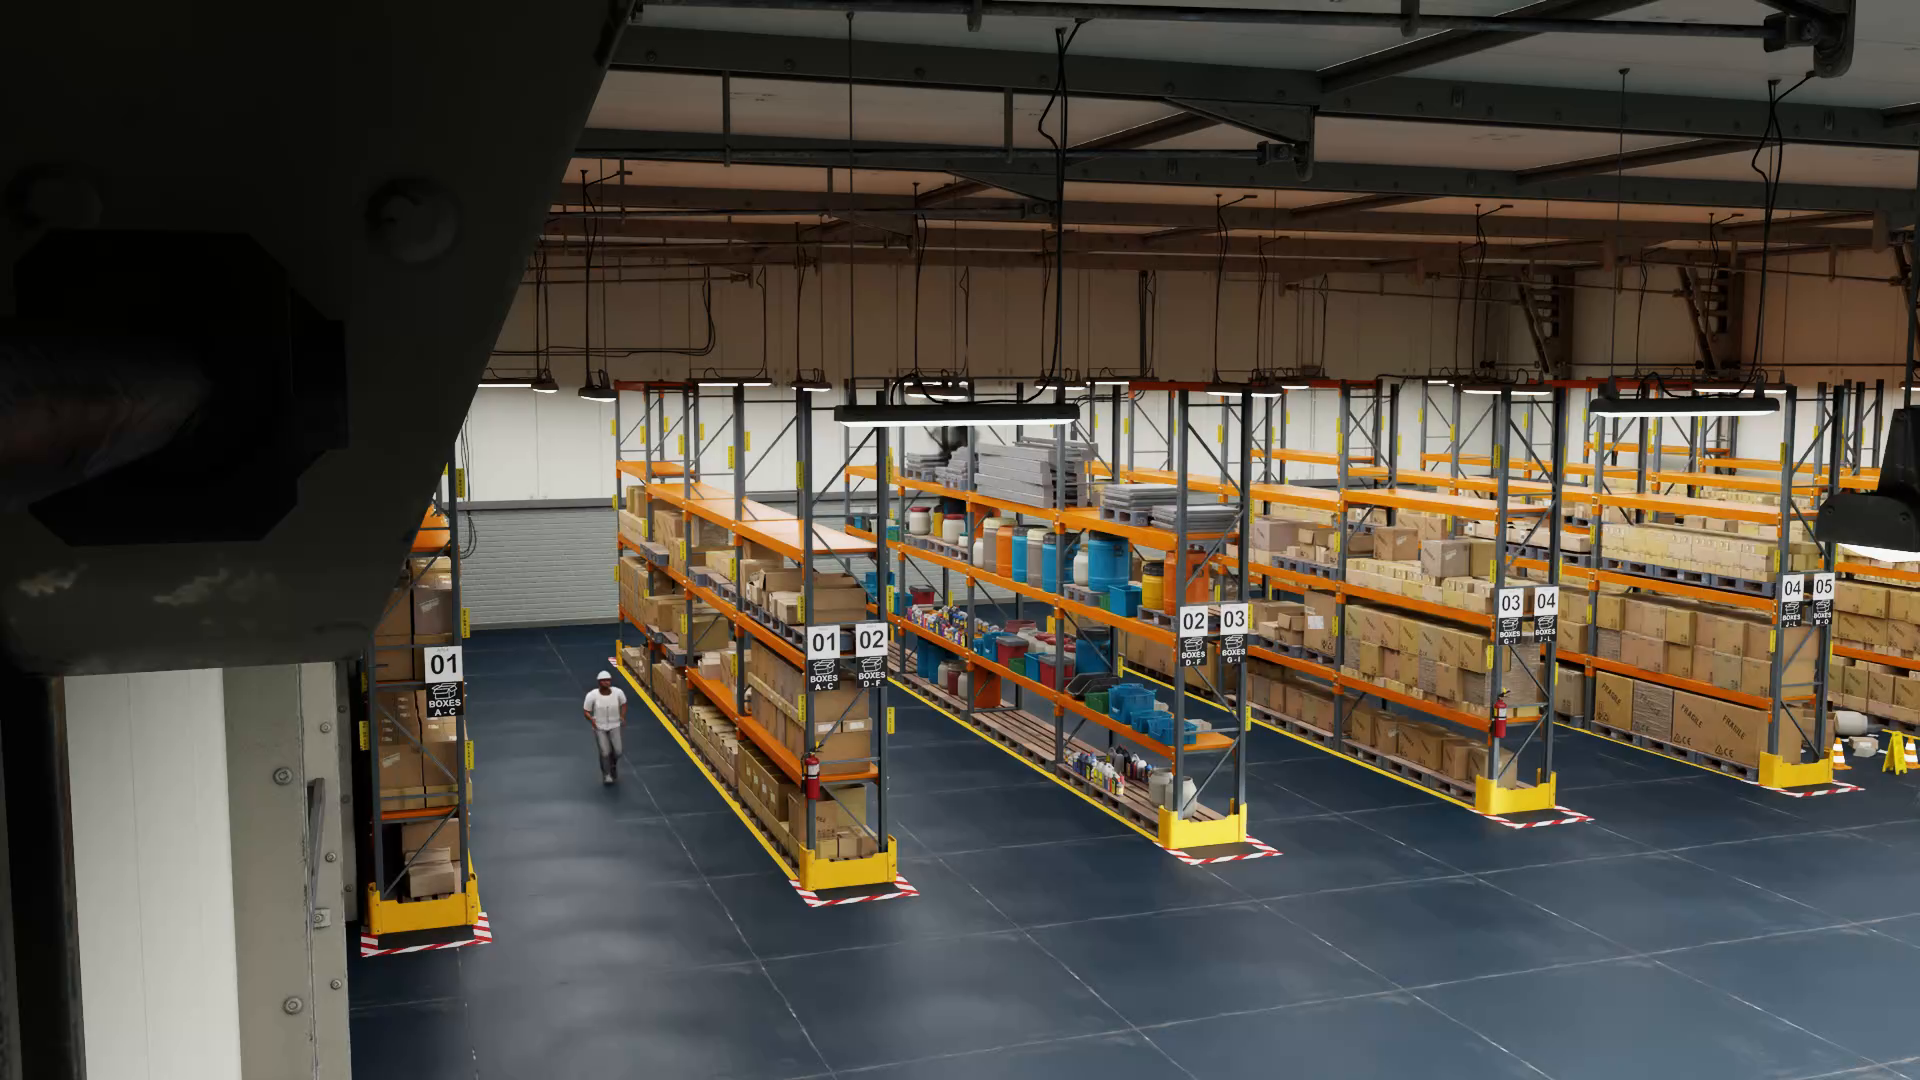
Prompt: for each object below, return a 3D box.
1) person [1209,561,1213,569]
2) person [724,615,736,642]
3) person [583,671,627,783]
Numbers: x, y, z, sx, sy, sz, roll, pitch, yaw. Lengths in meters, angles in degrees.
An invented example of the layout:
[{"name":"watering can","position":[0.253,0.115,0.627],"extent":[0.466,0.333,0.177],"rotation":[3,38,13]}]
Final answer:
[{"name":"person","position":[5.820,1.327,39.295],"extent":[0.720,1.706,0.610],"rotation":[1,6,8]},{"name":"person","position":[-4.871,1.710,35.542],"extent":[0.709,1.805,0.839],"rotation":[-6,8,-44]},{"name":"person","position":[-5.309,2.823,25.031],"extent":[0.674,1.721,0.569],"rotation":[-2,6,-21]}]
